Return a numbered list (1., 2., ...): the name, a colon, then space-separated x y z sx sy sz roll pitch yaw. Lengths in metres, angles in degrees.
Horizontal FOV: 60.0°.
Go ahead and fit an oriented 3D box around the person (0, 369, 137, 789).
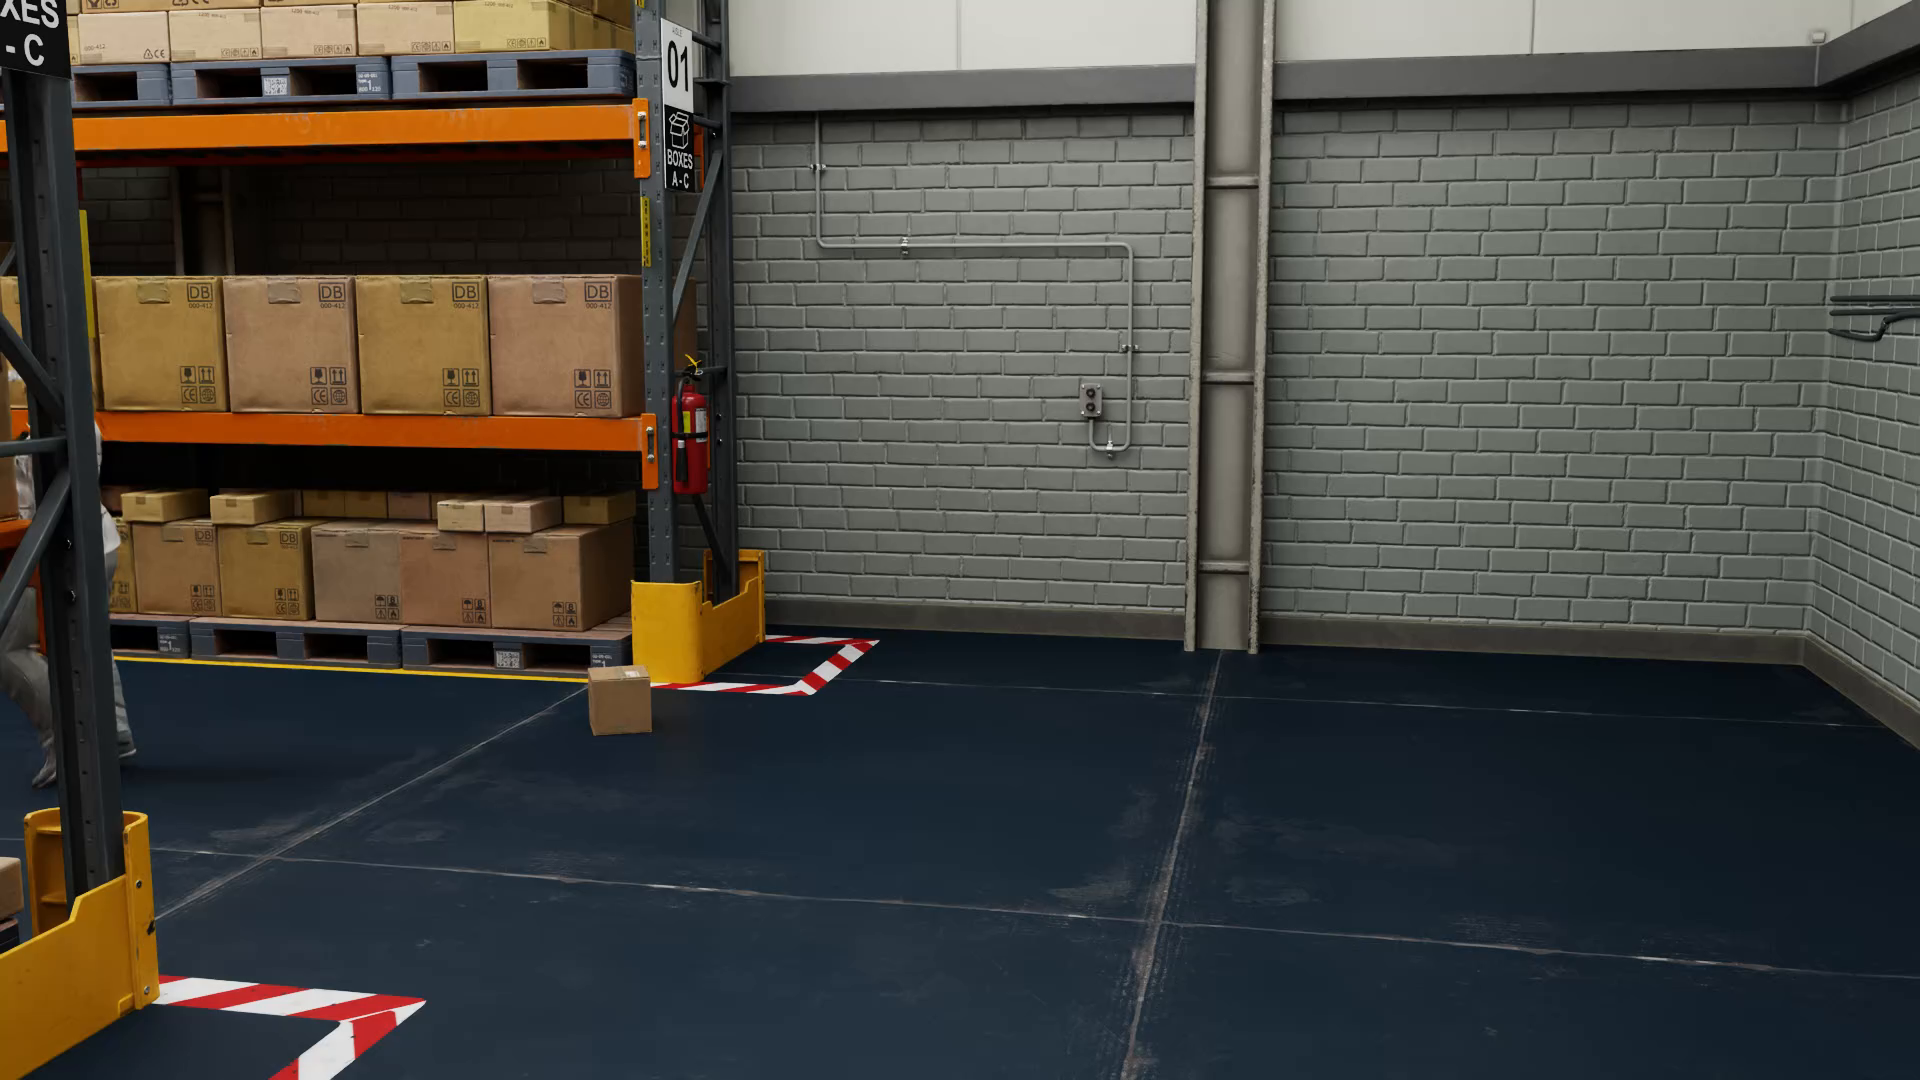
1. person: -3.549 0.112 6.503 0.474 1.707 0.511 -2 8 -12
